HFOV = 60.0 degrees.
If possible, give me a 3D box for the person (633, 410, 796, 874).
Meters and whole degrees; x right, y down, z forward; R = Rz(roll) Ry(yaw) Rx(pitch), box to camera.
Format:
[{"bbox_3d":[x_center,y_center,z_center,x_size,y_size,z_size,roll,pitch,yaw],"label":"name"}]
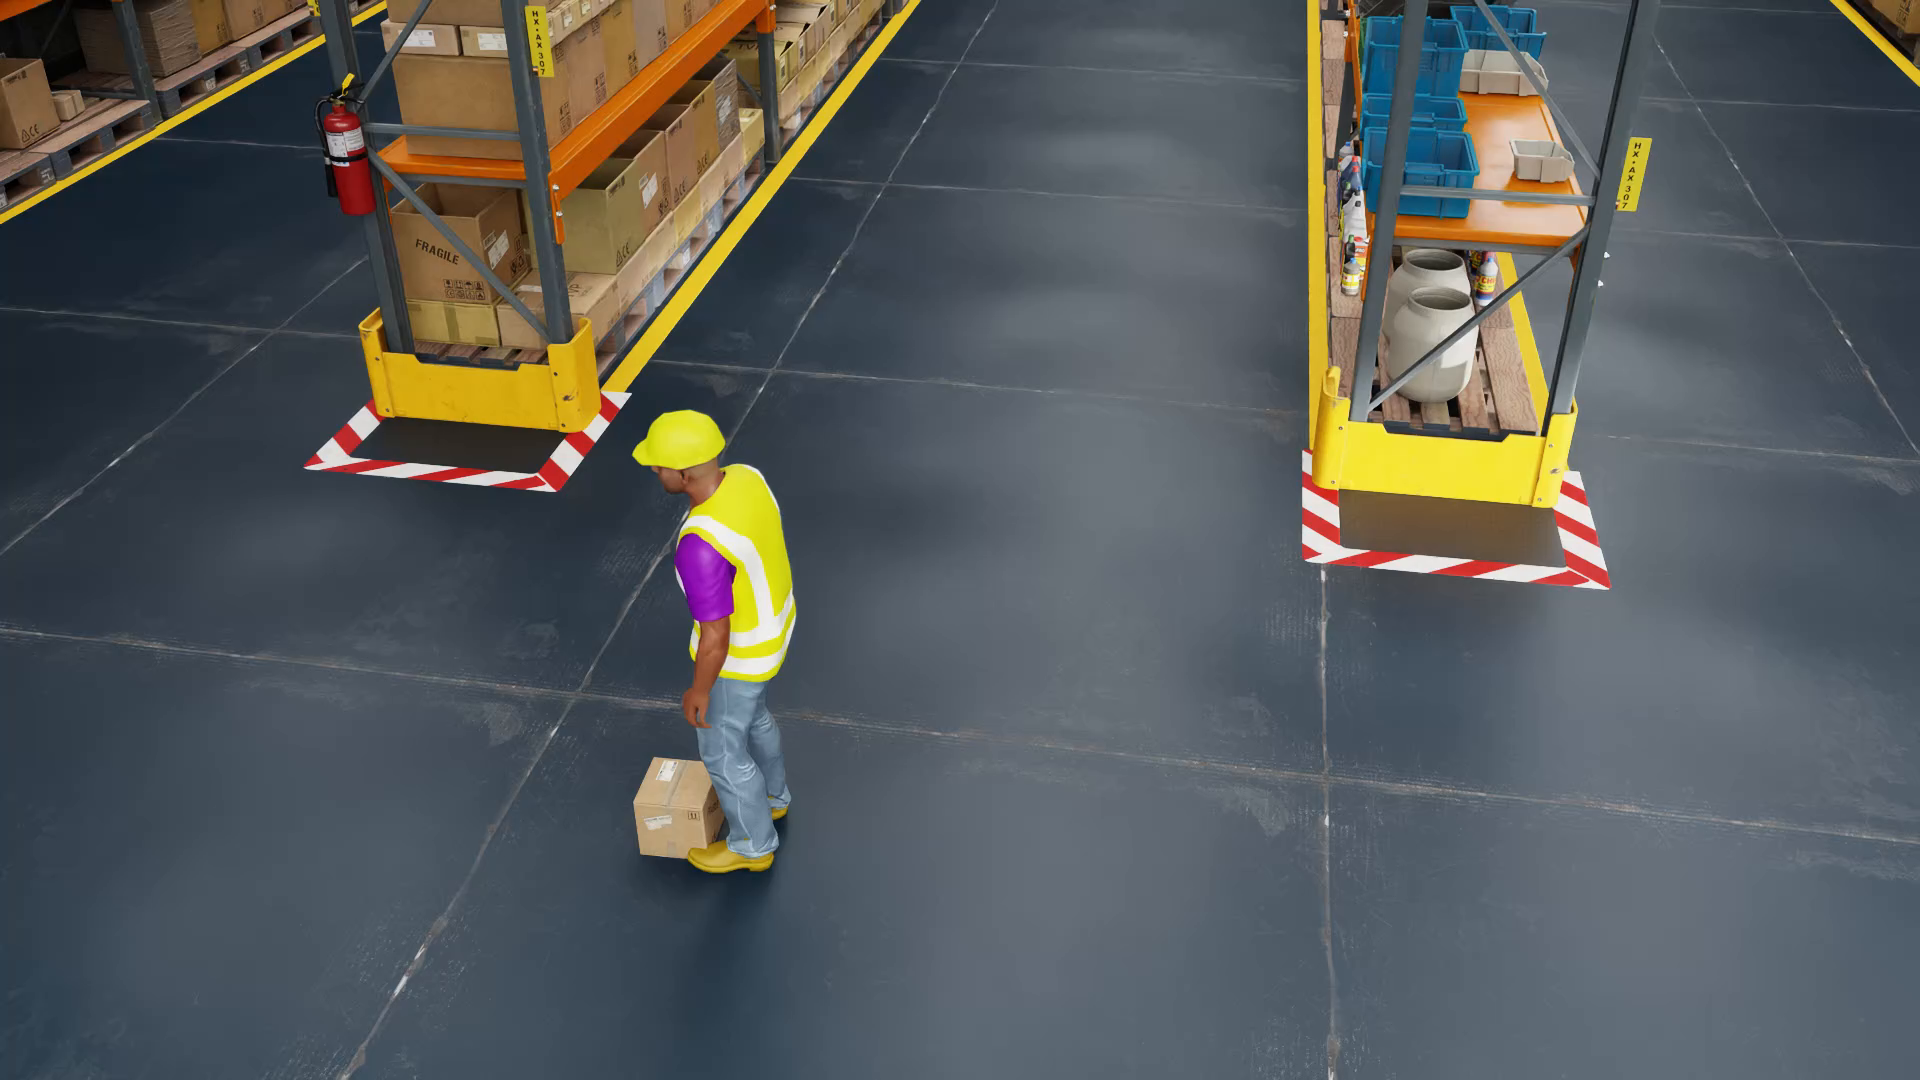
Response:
[{"bbox_3d":[-0.786,0.345,5.572,0.461,1.761,0.628,5,33,8],"label":"person"}]
